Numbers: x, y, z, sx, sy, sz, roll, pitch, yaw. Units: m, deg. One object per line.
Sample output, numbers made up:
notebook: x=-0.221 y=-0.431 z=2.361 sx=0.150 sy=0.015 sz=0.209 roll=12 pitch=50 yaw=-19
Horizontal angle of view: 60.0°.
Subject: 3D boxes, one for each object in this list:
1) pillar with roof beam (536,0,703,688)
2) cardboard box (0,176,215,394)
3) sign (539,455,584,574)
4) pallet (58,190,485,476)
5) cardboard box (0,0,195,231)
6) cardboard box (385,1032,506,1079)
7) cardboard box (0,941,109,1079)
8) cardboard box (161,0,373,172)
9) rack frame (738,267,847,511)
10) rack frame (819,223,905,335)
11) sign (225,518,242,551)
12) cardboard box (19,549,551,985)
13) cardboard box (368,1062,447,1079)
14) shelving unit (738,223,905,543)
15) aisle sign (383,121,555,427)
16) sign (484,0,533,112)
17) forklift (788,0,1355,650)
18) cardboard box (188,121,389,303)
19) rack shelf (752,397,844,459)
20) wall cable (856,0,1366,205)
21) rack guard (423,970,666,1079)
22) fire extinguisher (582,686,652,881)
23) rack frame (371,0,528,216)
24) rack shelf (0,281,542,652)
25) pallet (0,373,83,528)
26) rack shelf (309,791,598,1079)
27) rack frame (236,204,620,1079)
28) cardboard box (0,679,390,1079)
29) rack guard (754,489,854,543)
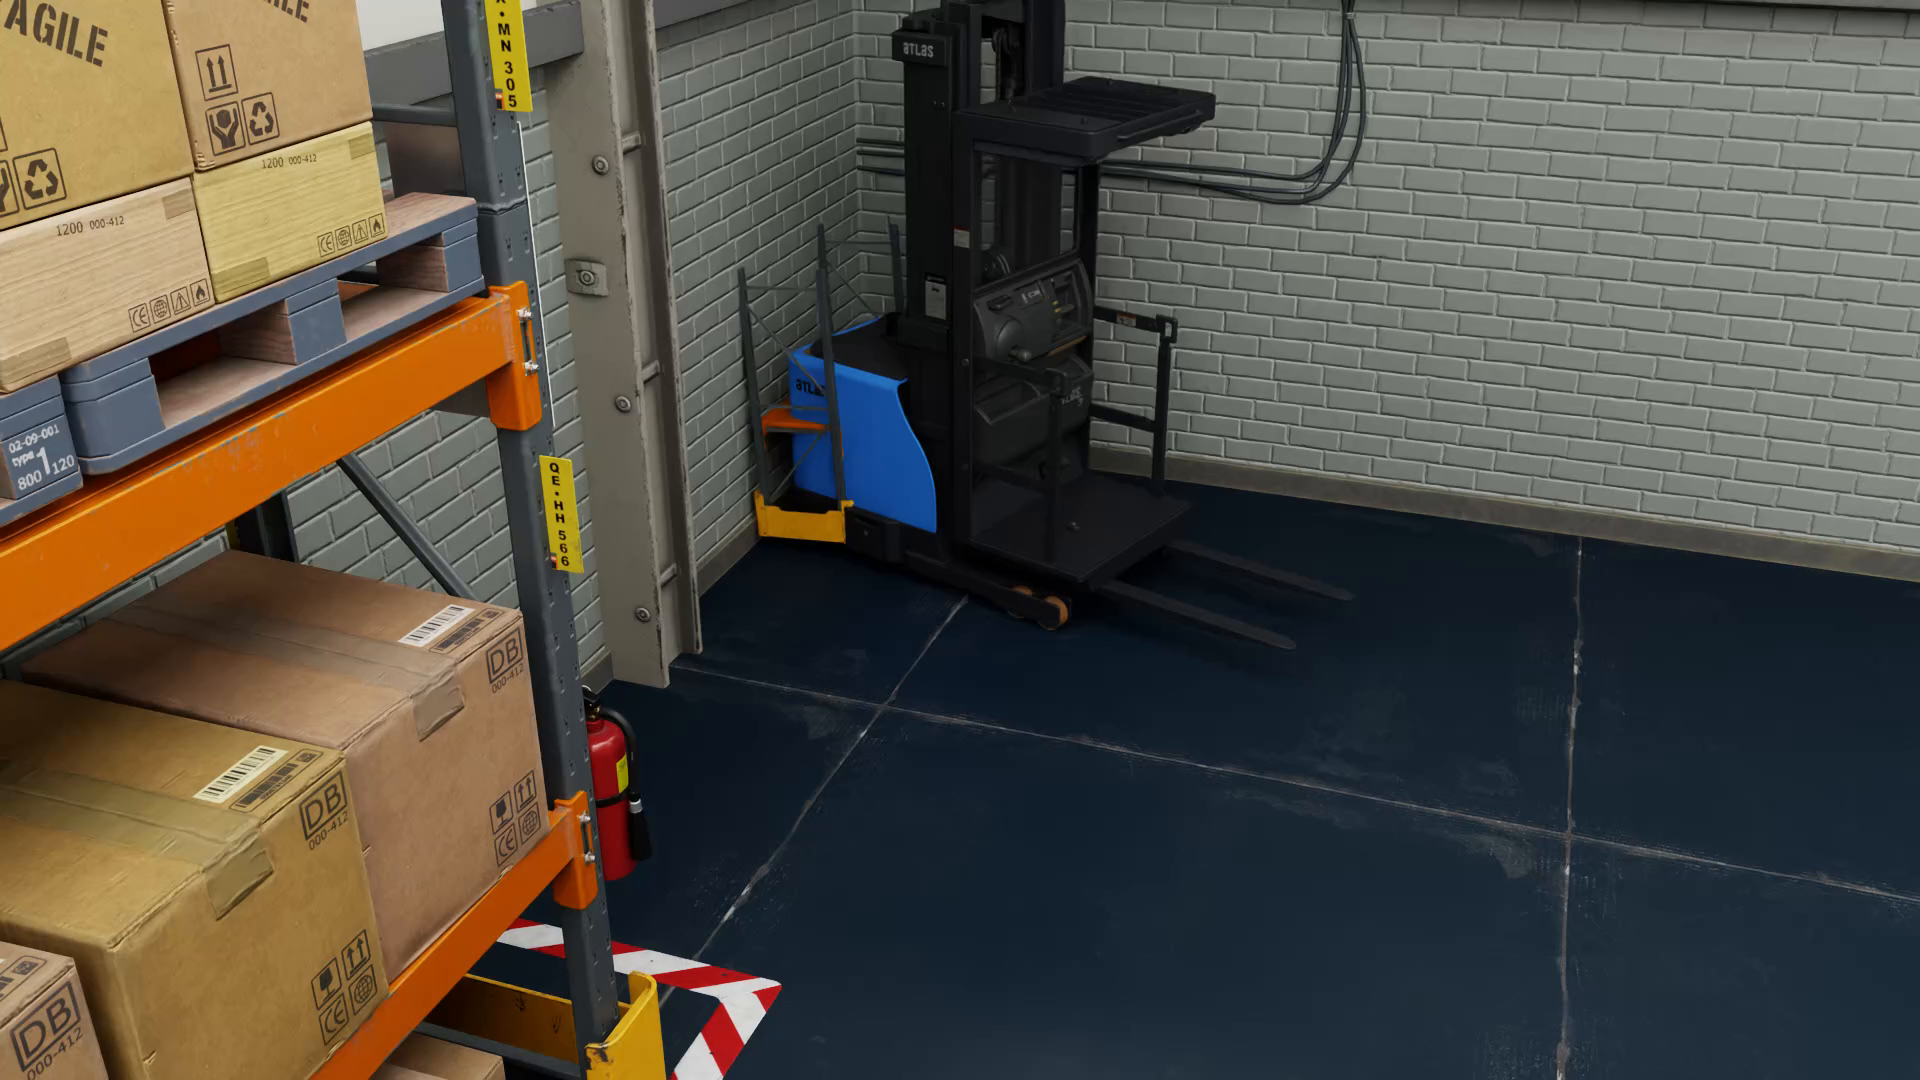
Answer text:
pillar with roof beam: x=2.592 y=-2.832 z=4.773 sx=9.100 sy=9.000 sz=0.400 roll=9 pitch=27 yaw=17
cardboard box: x=-1.716 y=-0.485 z=2.942 sx=0.500 sy=0.250 sz=0.500 roll=8 pitch=27 yaw=15
sign: x=-1.043 y=-0.065 z=4.341 sx=0.100 sy=0.325 sz=0.005 roll=9 pitch=27 yaw=17
pallet: x=-1.787 y=-0.525 z=3.552 sx=1.003 sy=0.211 sz=1.213 roll=9 pitch=27 yaw=17
cardboard box: x=-1.713 y=-0.831 z=2.797 sx=0.500 sy=0.500 sz=0.500 roll=10 pitch=27 yaw=19
cardboard box: x=-1.689 y=1.717 z=4.649 sx=0.700 sy=0.500 sz=0.500 roll=9 pitch=27 yaw=17
cardboard box: x=-2.204 y=1.167 z=3.053 sx=0.980 sy=0.700 sz=0.700 roll=7 pitch=27 yaw=15
cardboard box: x=-1.536 y=-1.035 z=3.219 sx=0.500 sy=0.500 sz=0.500 roll=9 pitch=27 yaw=17
rack frame: x=-0.879 y=-0.698 z=8.801 sx=0.500 sy=1.500 sz=0.032 roll=5 pitch=24 yaw=19
rack frame: x=-0.541 y=-1.091 z=9.675 sx=0.500 sy=1.500 sz=0.032 roll=5 pitch=24 yaw=19
sign: x=-2.071 y=-0.030 z=4.785 sx=0.100 sy=0.325 sz=0.005 roll=9 pitch=27 yaw=17
cardboard box: x=-1.710 y=0.555 z=4.318 sx=0.980 sy=0.700 sz=0.700 roll=10 pitch=28 yaw=20
cardboard box: x=-1.560 y=1.504 z=4.344 sx=0.380 sy=0.149 sz=0.250 roll=8 pitch=27 yaw=17
shelving unit: x=-0.707 y=-0.898 z=9.246 sx=0.587 sy=1.500 sz=1.083 roll=5 pitch=24 yaw=19
aisle sign: x=-1.243 y=-0.678 z=4.224 sx=0.394 sy=0.787 sz=0.004 roll=9 pitch=27 yaw=17
sign: x=-1.043 y=-1.150 z=3.816 sx=0.100 sy=0.325 sz=0.005 roll=9 pitch=27 yaw=17
forklift: x=0.541 y=-1.130 z=8.220 sx=3.031 sy=2.935 sz=1.130 roll=19 pitch=31 yaw=33
cardboard box: x=-1.544 y=-0.699 z=3.384 sx=0.500 sy=0.250 sz=0.500 roll=10 pitch=27 yaw=19
rack shelf: x=-0.699 y=-0.729 z=9.308 sx=0.538 sy=0.185 sz=1.000 roll=5 pitch=24 yaw=19
wall cable: x=0.669 y=-3.096 z=8.882 sx=3.097 sy=2.526 sz=0.112 roll=9 pitch=27 yaw=17
rack guard: x=-1.542 y=1.594 z=5.385 sx=1.175 sy=0.500 sz=0.348 roll=9 pitch=27 yaw=17
fire extinguisher: x=-1.065 y=0.686 z=4.907 sx=0.296 sy=0.674 sz=0.183 roll=9 pitch=27 yaw=17
rack frame: x=-1.550 y=-2.222 z=3.512 sx=1.000 sy=3.000 sz=0.127 roll=9 pitch=27 yaw=17
rack shelf: x=-2.216 y=0.274 z=2.625 sx=1.077 sy=0.370 sz=4.000 roll=9 pitch=27 yaw=17
pallet: x=-2.191 y=-0.022 z=2.513 sx=1.003 sy=0.211 sz=1.213 roll=9 pitch=27 yaw=17
rack shelf: x=-2.216 y=1.624 z=3.279 sx=1.077 sy=0.370 sz=4.000 roll=9 pitch=27 yaw=17
rack frame: x=-1.550 y=0.479 z=4.819 sx=1.000 sy=3.000 sz=0.127 roll=9 pitch=27 yaw=17
cardboard box: x=-1.942 y=0.855 z=3.697 sx=0.980 sy=0.700 sz=0.700 roll=9 pitch=27 yaw=17
rack guard: x=-0.835 y=-0.131 z=9.061 sx=0.587 sy=0.250 sz=0.087 roll=5 pitch=24 yaw=19
